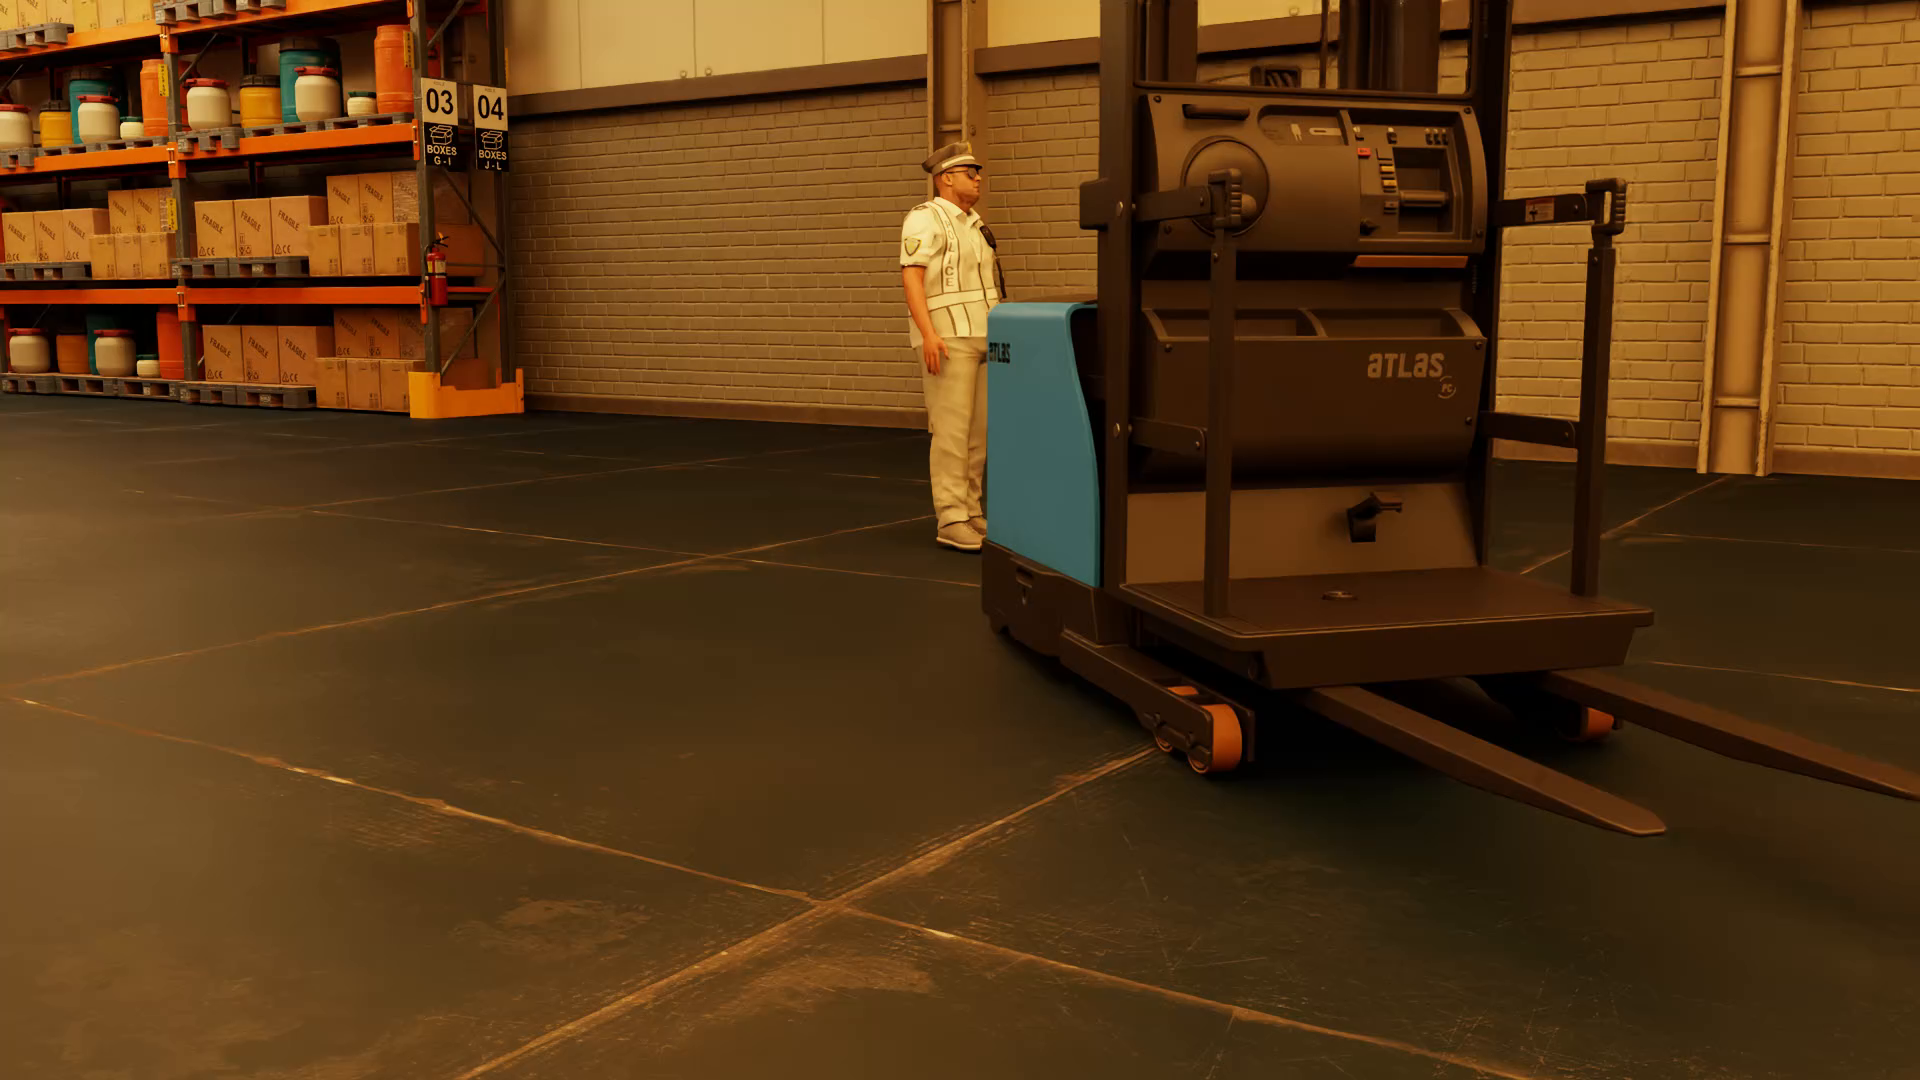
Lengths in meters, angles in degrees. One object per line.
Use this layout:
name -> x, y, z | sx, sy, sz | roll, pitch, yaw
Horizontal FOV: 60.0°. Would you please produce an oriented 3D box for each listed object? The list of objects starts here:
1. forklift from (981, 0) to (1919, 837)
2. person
forklift -> 0.981, -0.974, 4.040 | 1.130, 2.935, 3.031 | -2, 8, -16
person -> 0.059, -0.883, 7.424 | 0.573, 1.781, 0.641 | 5, 10, 34
